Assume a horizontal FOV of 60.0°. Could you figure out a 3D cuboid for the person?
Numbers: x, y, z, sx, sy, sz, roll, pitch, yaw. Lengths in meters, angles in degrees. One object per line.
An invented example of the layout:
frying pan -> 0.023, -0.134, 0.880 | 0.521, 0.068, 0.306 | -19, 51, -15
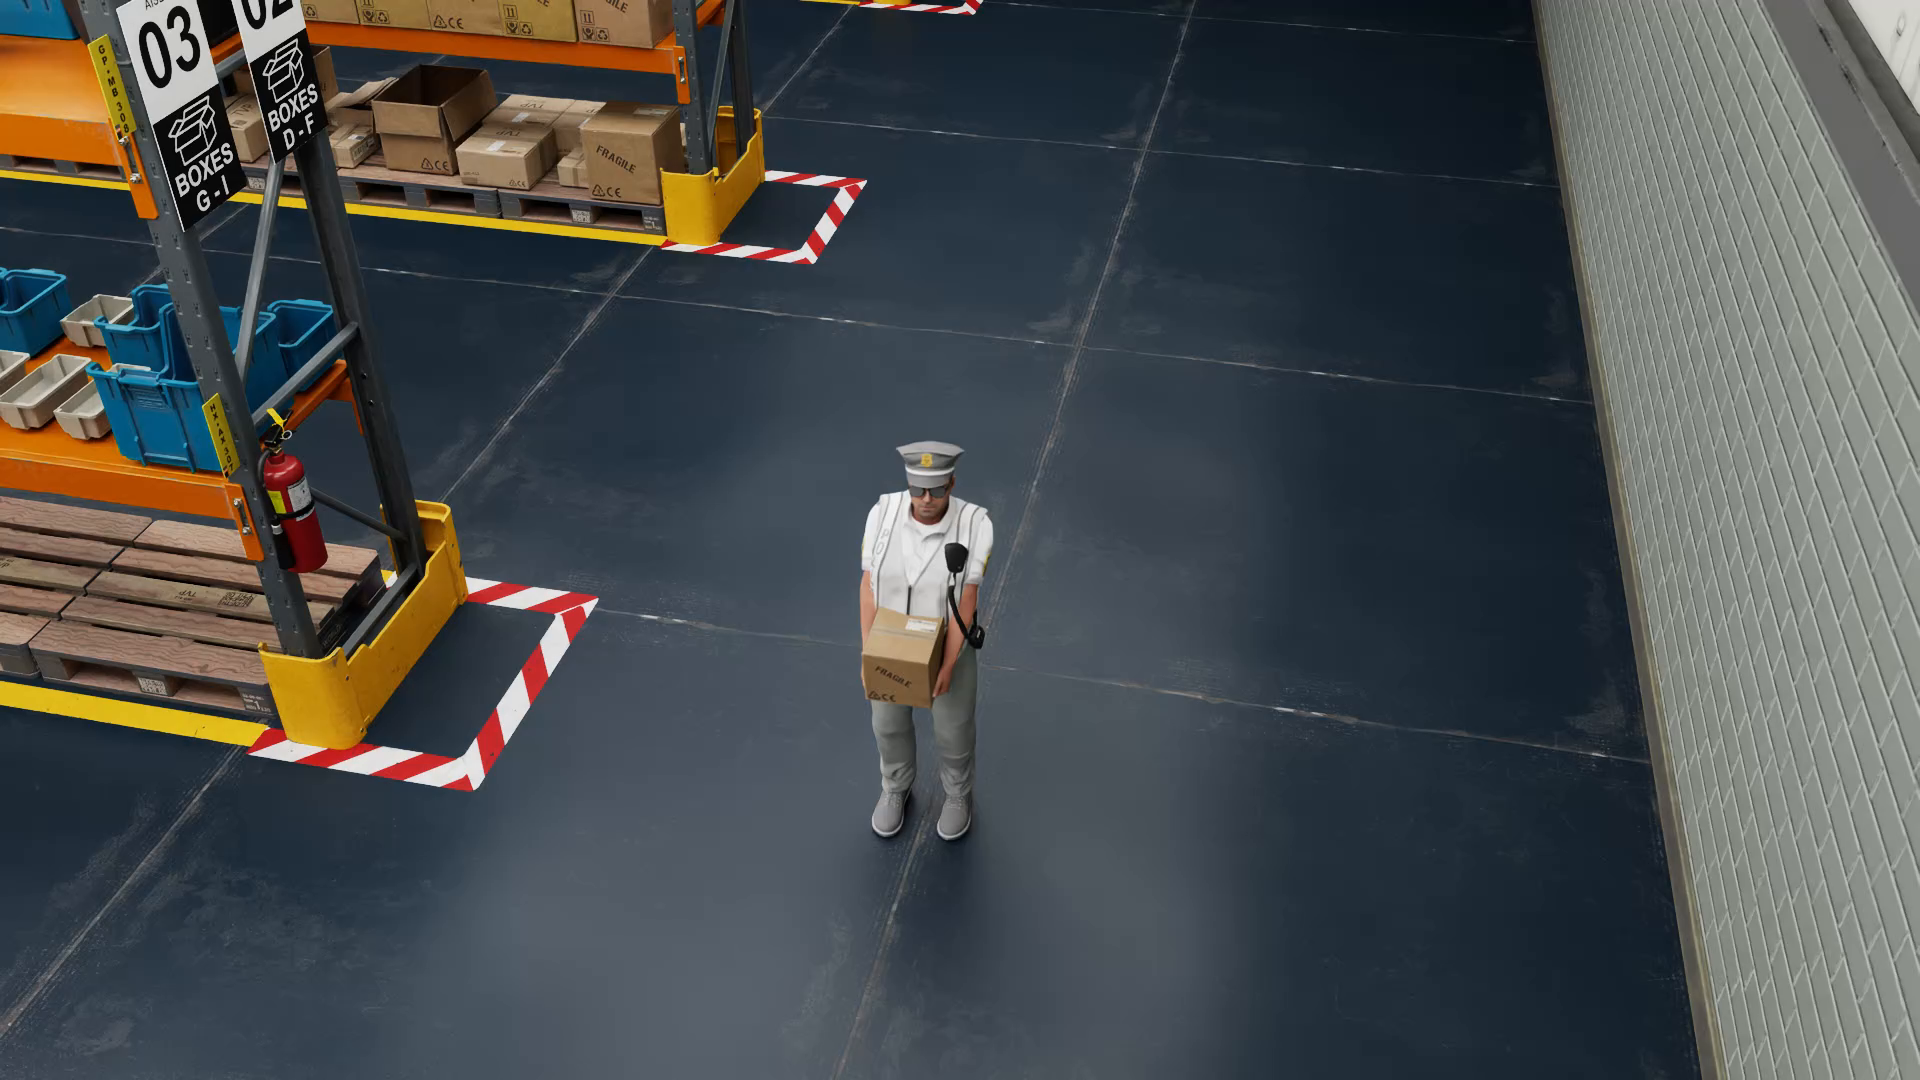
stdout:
person -> -0.146, 0.431, 6.362 | 0.493, 1.769, 0.564 | 8, 37, 11
